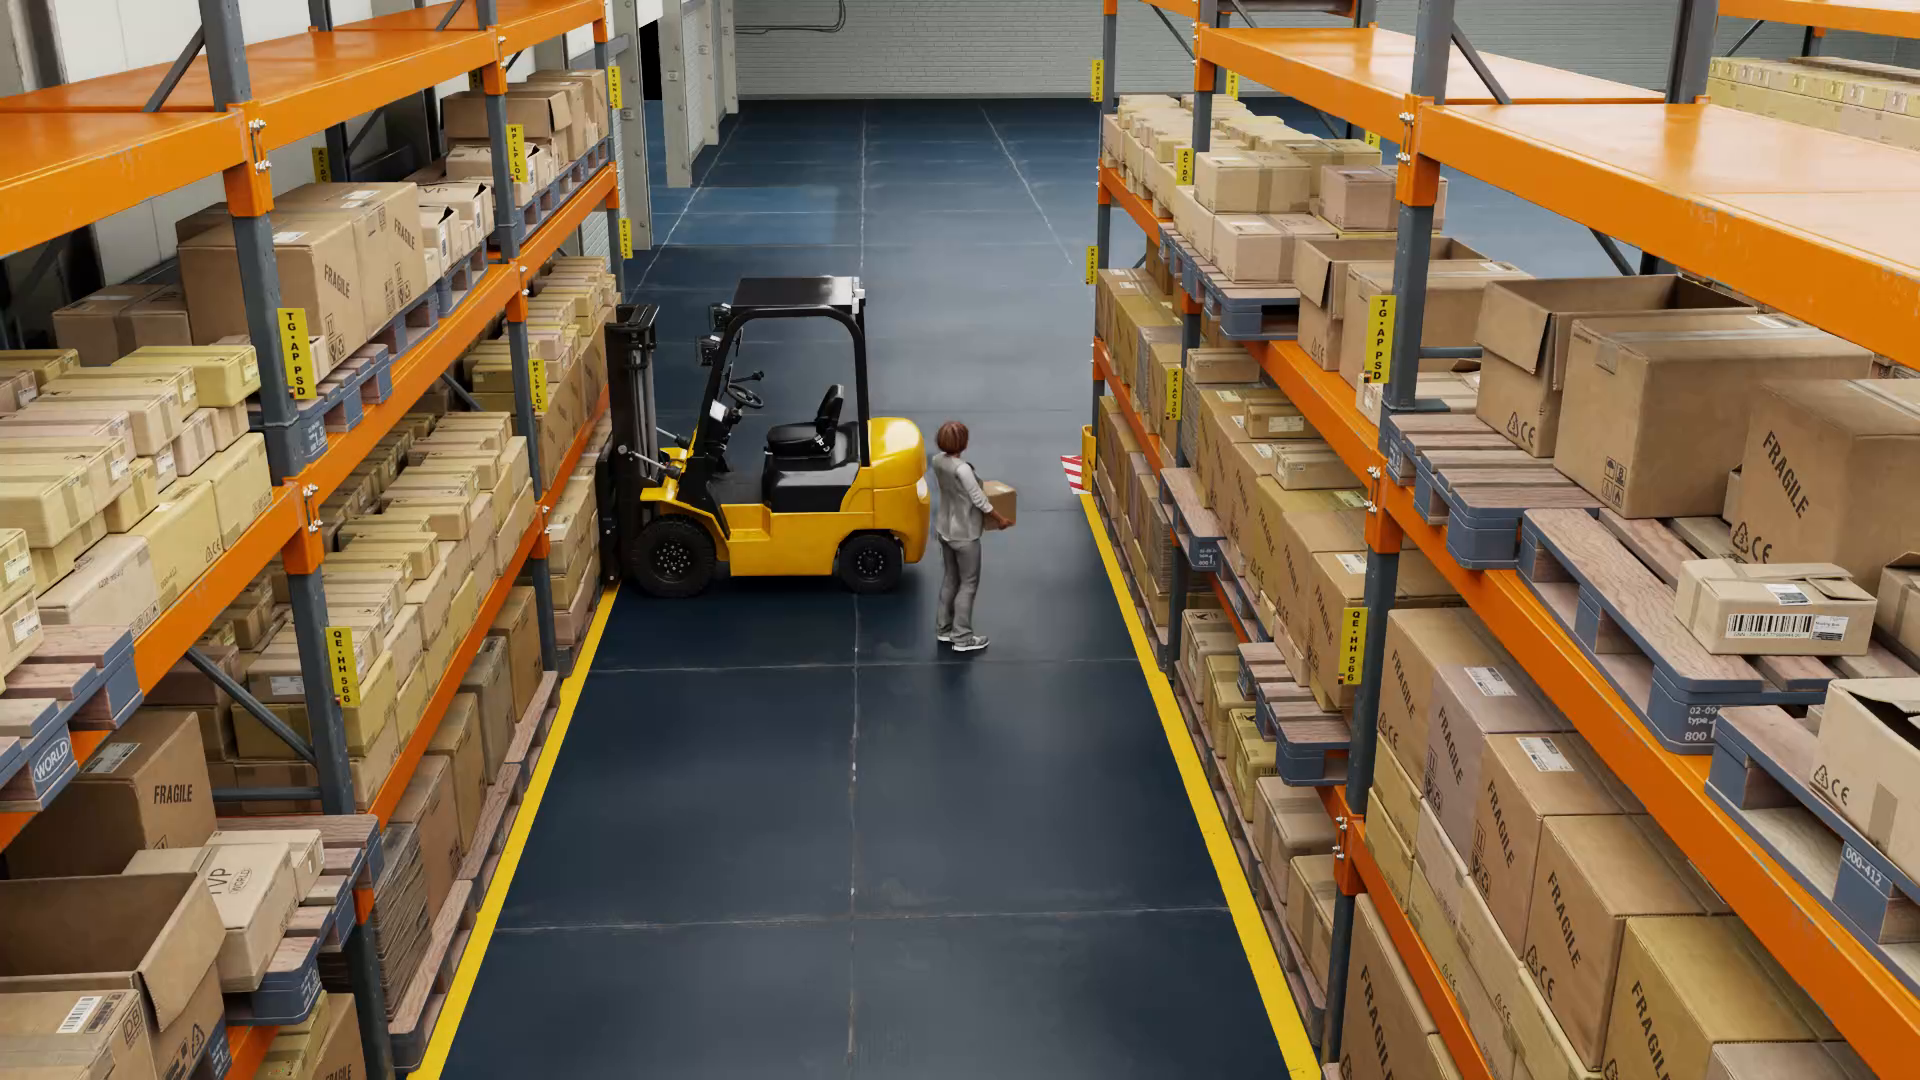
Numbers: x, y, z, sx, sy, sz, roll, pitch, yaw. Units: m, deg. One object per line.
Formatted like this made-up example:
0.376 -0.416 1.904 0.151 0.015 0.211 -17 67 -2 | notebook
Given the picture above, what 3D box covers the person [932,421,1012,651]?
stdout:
0.072 -0.053 11.232 0.486 1.595 0.412 -12 24 -29 | person
